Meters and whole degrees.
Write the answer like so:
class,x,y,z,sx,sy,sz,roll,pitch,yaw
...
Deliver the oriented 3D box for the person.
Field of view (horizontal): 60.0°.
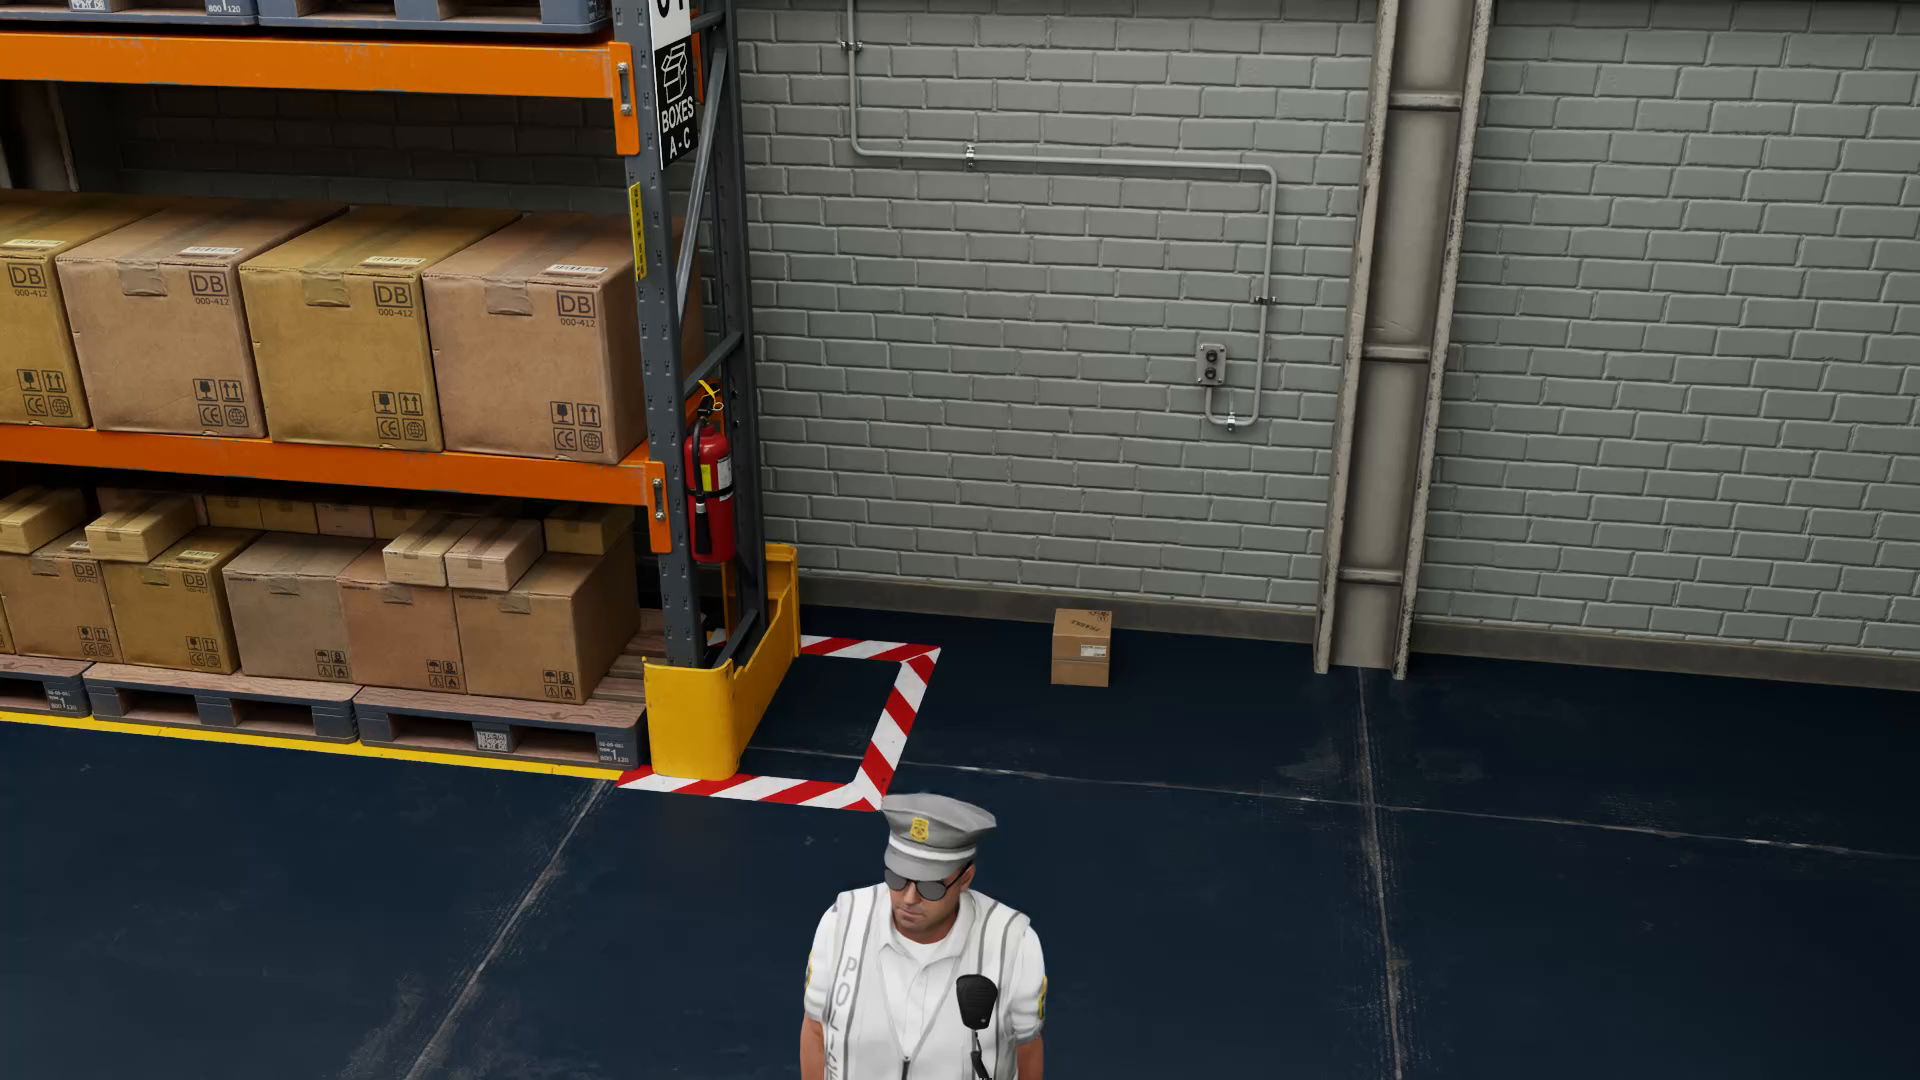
class,x,y,z,sx,sy,sz,roll,pitch,yaw
person,-0.086,1.303,3.716,0.538,1.751,0.753,5,25,10
